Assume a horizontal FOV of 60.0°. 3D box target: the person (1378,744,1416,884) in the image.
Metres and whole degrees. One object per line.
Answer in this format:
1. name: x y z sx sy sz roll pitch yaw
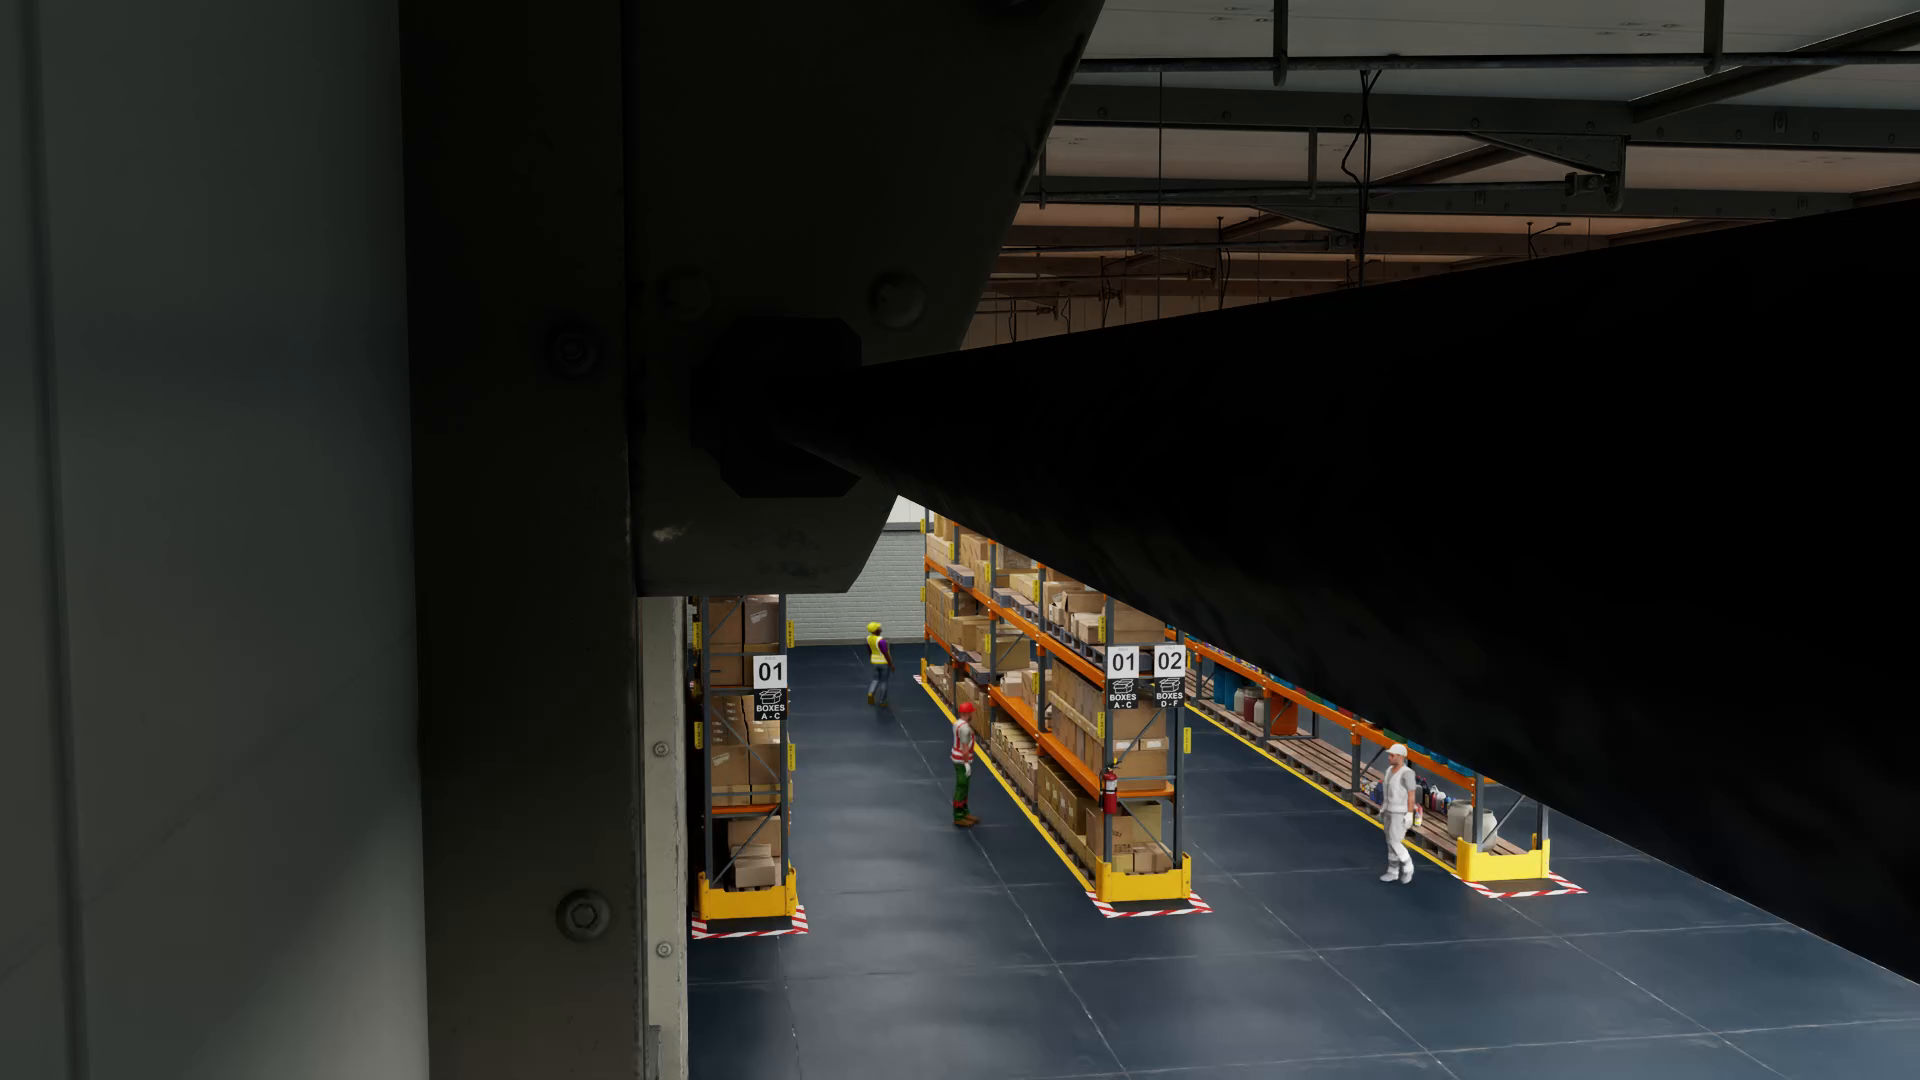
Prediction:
1. person: 5.655 3.534 21.535 0.414 1.794 0.608 -2 5 -19

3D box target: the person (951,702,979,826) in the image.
1. person: 0.080 3.278 24.472 0.413 1.803 0.564 -1 5 -10

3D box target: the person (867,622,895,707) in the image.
1. person: -1.619 2.506 33.530 0.606 1.728 0.602 3 6 27
